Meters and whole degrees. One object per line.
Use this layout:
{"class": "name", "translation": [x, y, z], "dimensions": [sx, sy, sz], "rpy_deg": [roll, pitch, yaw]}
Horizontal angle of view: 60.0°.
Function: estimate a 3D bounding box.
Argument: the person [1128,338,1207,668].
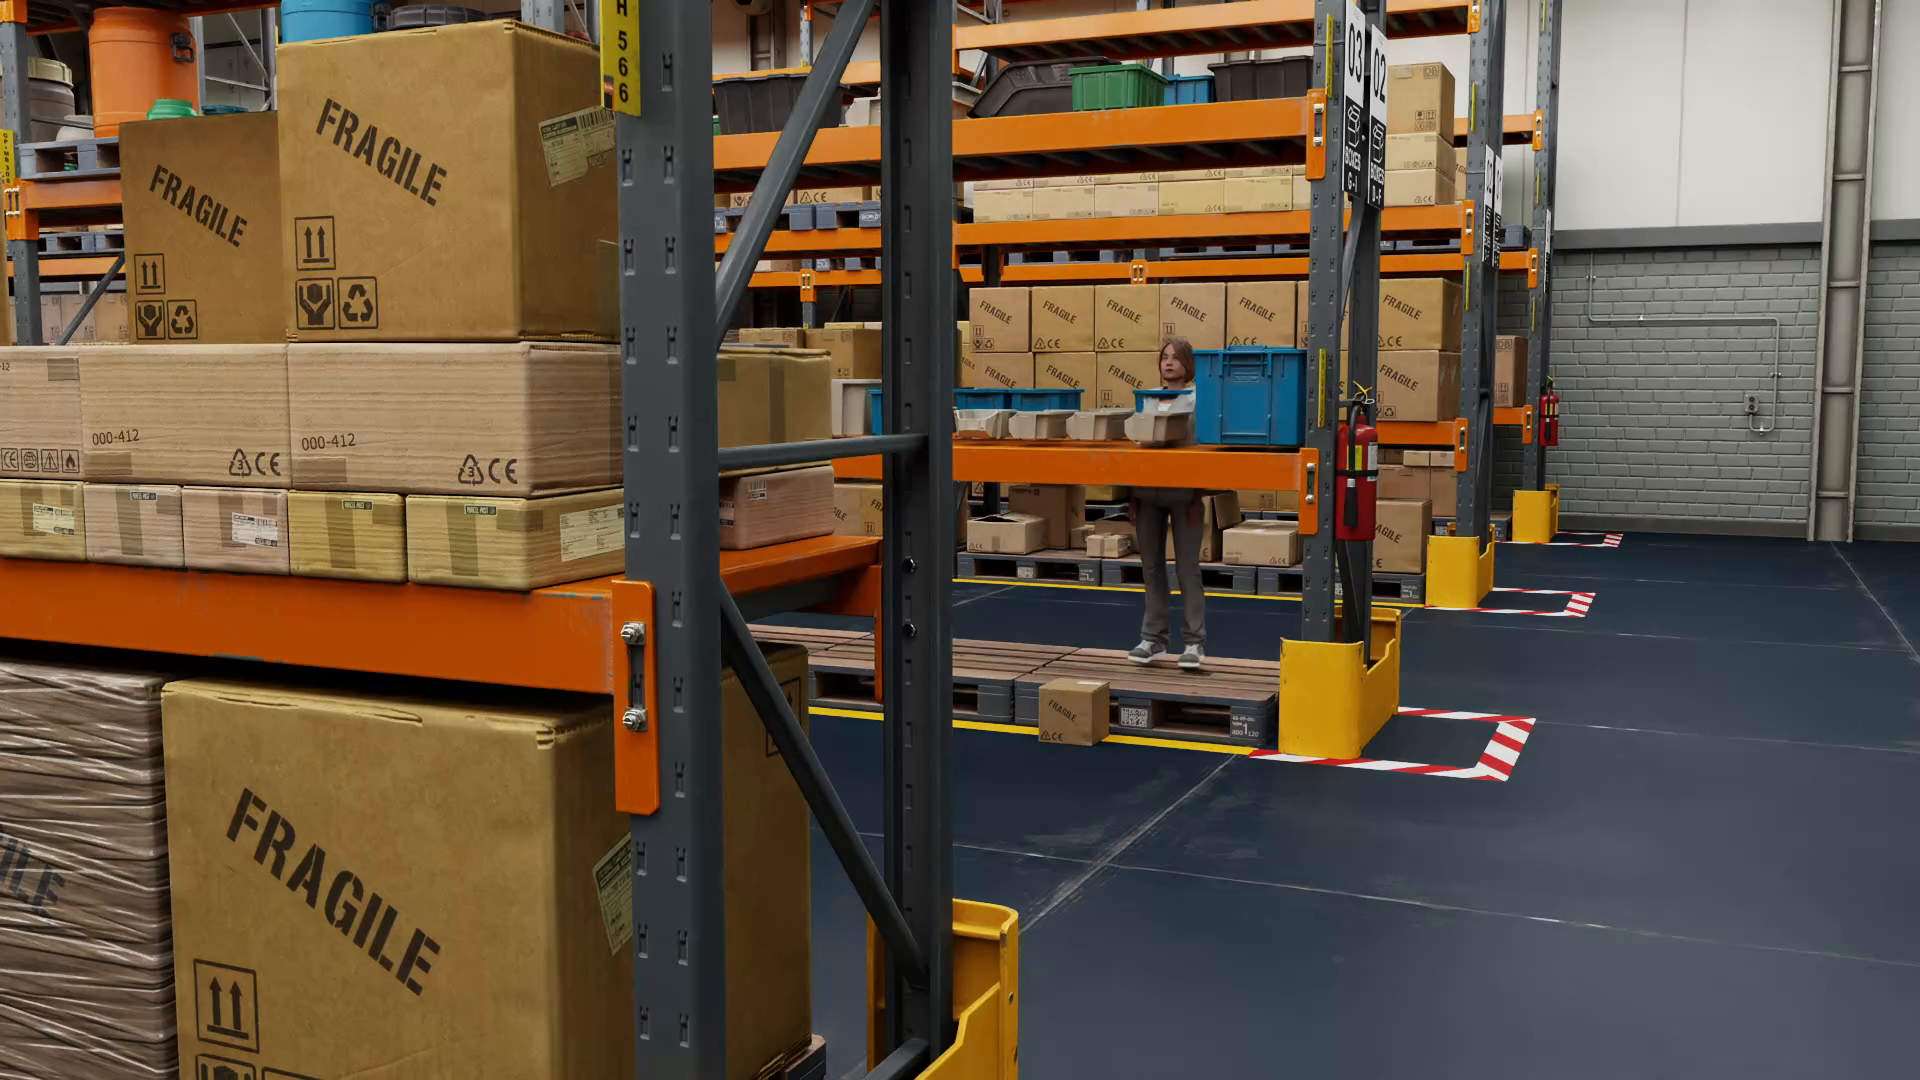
{"class": "person", "translation": [1.031, -0.184, 8.098], "dimensions": [0.407, 1.589, 0.349], "rpy_deg": [4, 7, 32]}
